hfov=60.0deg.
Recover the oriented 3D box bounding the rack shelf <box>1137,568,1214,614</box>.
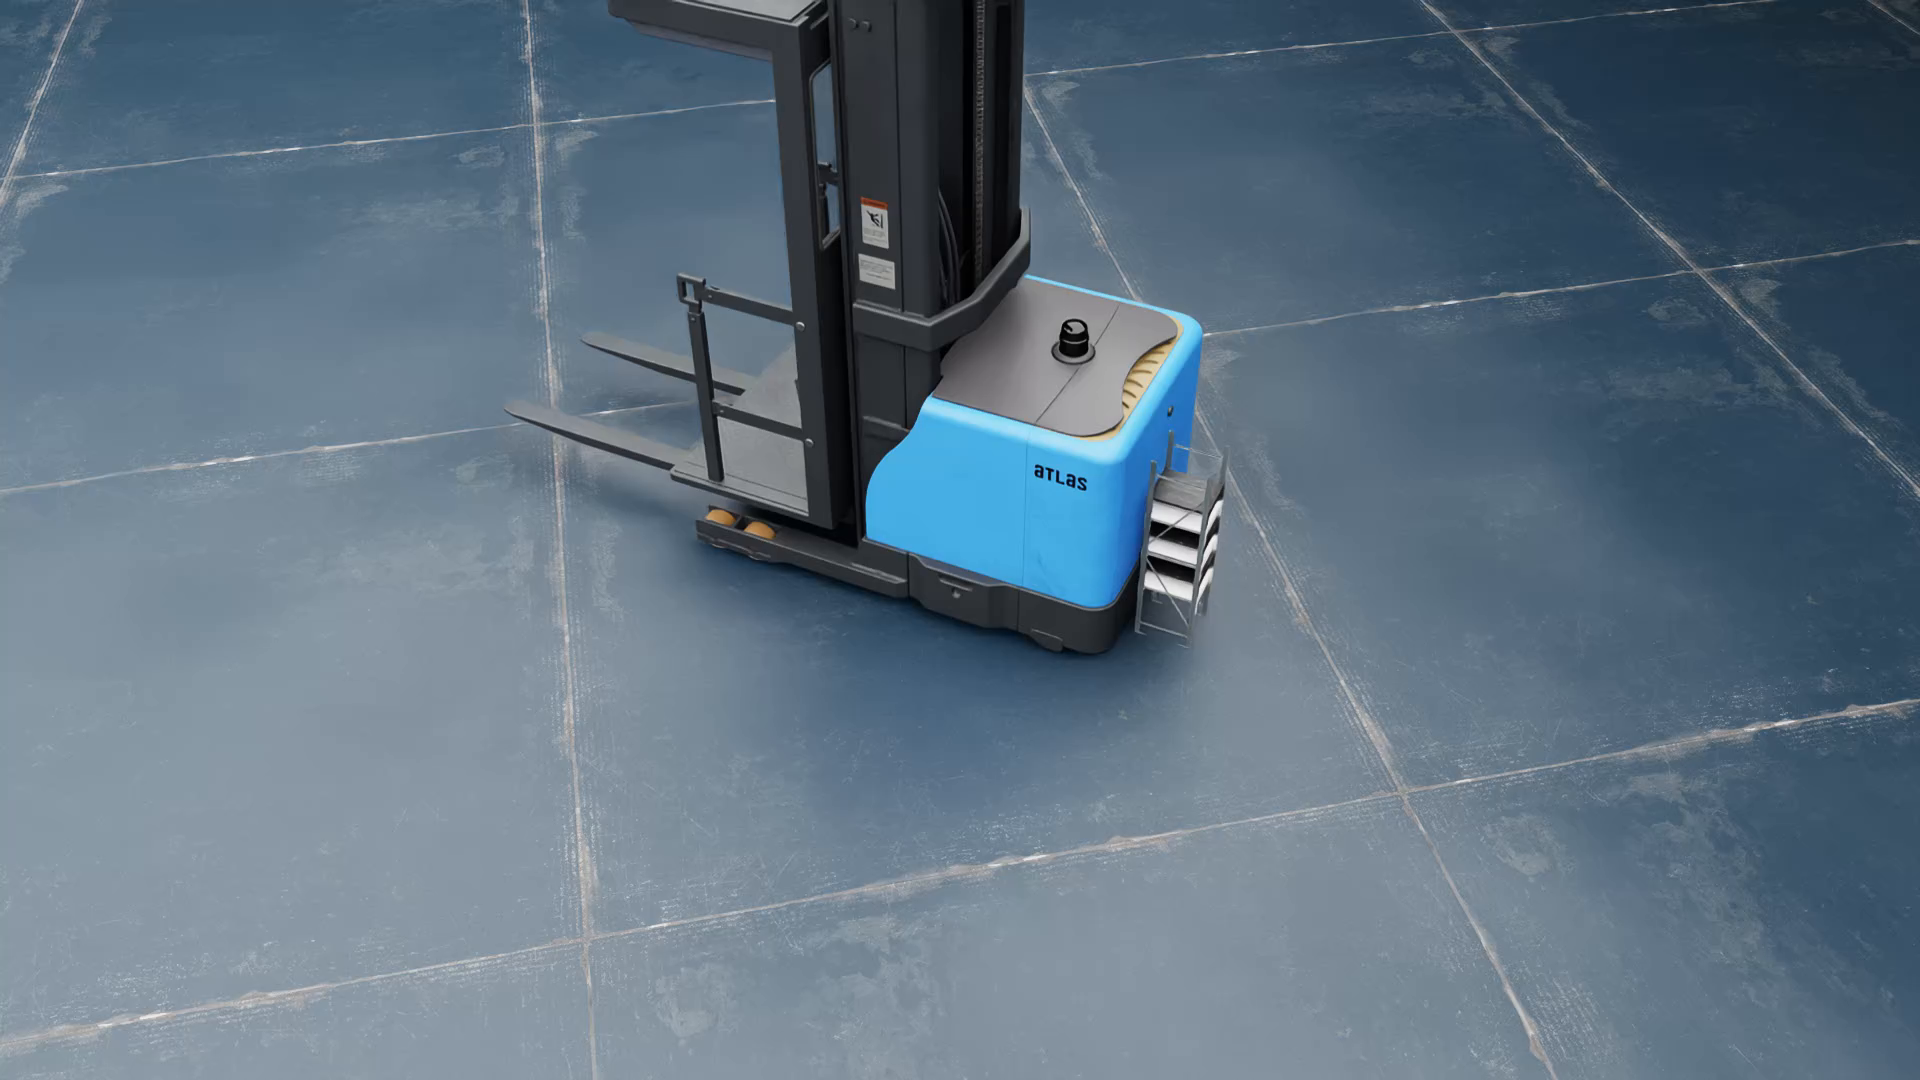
[{"bbox_3d":[0.868,0.171,6.701,0.258,0.077,0.200,17,44,18],"label":"rack shelf"}]

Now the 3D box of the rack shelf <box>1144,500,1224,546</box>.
[{"bbox_3d":[0.868,-0.098,6.461,0.258,0.077,0.200,17,44,18],"label":"rack shelf"}]

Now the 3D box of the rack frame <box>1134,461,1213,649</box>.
[{"bbox_3d":[0.826,0.073,6.490,0.240,0.900,0.006,17,44,18],"label":"rack frame"}]

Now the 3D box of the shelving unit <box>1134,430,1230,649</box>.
[{"bbox_3d":[0.868,0.012,6.559,0.258,0.900,0.210,17,44,18],"label":"shelving unit"}]

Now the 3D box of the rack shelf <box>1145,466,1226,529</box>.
[{"bbox_3d":[0.869,-0.165,6.401,0.258,0.077,0.200,17,44,18],"label":"rack shelf"}]

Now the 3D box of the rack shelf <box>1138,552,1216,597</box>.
[{"bbox_3d":[0.868,0.104,6.641,0.258,0.077,0.200,17,44,18],"label":"rack shelf"}]

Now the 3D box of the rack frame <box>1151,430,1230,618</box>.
[{"bbox_3d":[0.911,-0.050,6.628,0.240,0.900,0.006,17,44,18],"label":"rack frame"}]

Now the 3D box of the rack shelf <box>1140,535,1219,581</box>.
[{"bbox_3d":[0.868,0.036,6.581,0.258,0.077,0.200,17,44,18],"label":"rack shelf"}]

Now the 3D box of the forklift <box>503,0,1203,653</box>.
[{"bbox_3d":[-0.575,-1.307,6.514,3.031,2.935,1.130,17,44,18],"label":"forklift"}]

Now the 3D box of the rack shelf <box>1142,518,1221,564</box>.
[{"bbox_3d":[0.868,-0.031,6.521,0.258,0.077,0.200,17,44,18],"label":"rack shelf"}]
